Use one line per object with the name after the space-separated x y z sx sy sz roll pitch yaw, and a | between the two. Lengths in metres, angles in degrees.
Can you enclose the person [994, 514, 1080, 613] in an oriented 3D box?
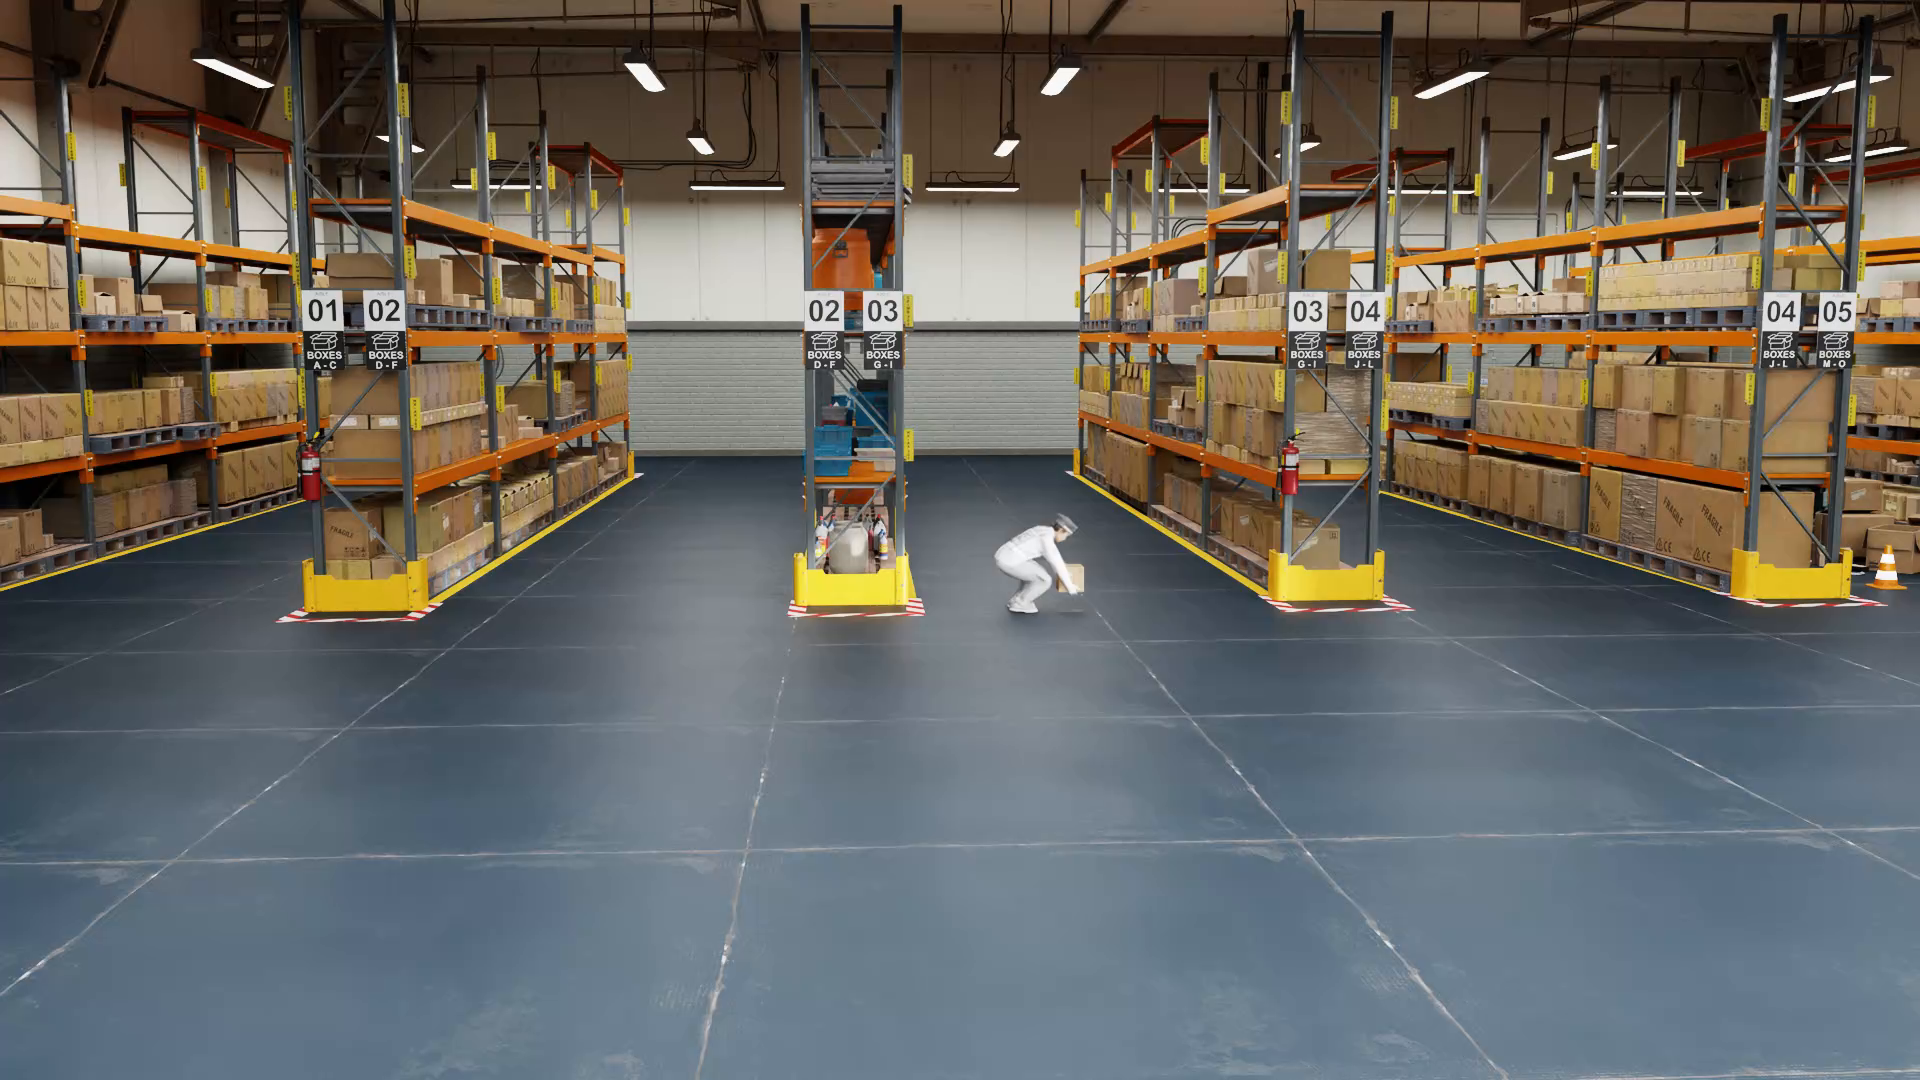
0.773 0.230 16.743 0.855 0.981 0.459 -1 7 -5 | person
